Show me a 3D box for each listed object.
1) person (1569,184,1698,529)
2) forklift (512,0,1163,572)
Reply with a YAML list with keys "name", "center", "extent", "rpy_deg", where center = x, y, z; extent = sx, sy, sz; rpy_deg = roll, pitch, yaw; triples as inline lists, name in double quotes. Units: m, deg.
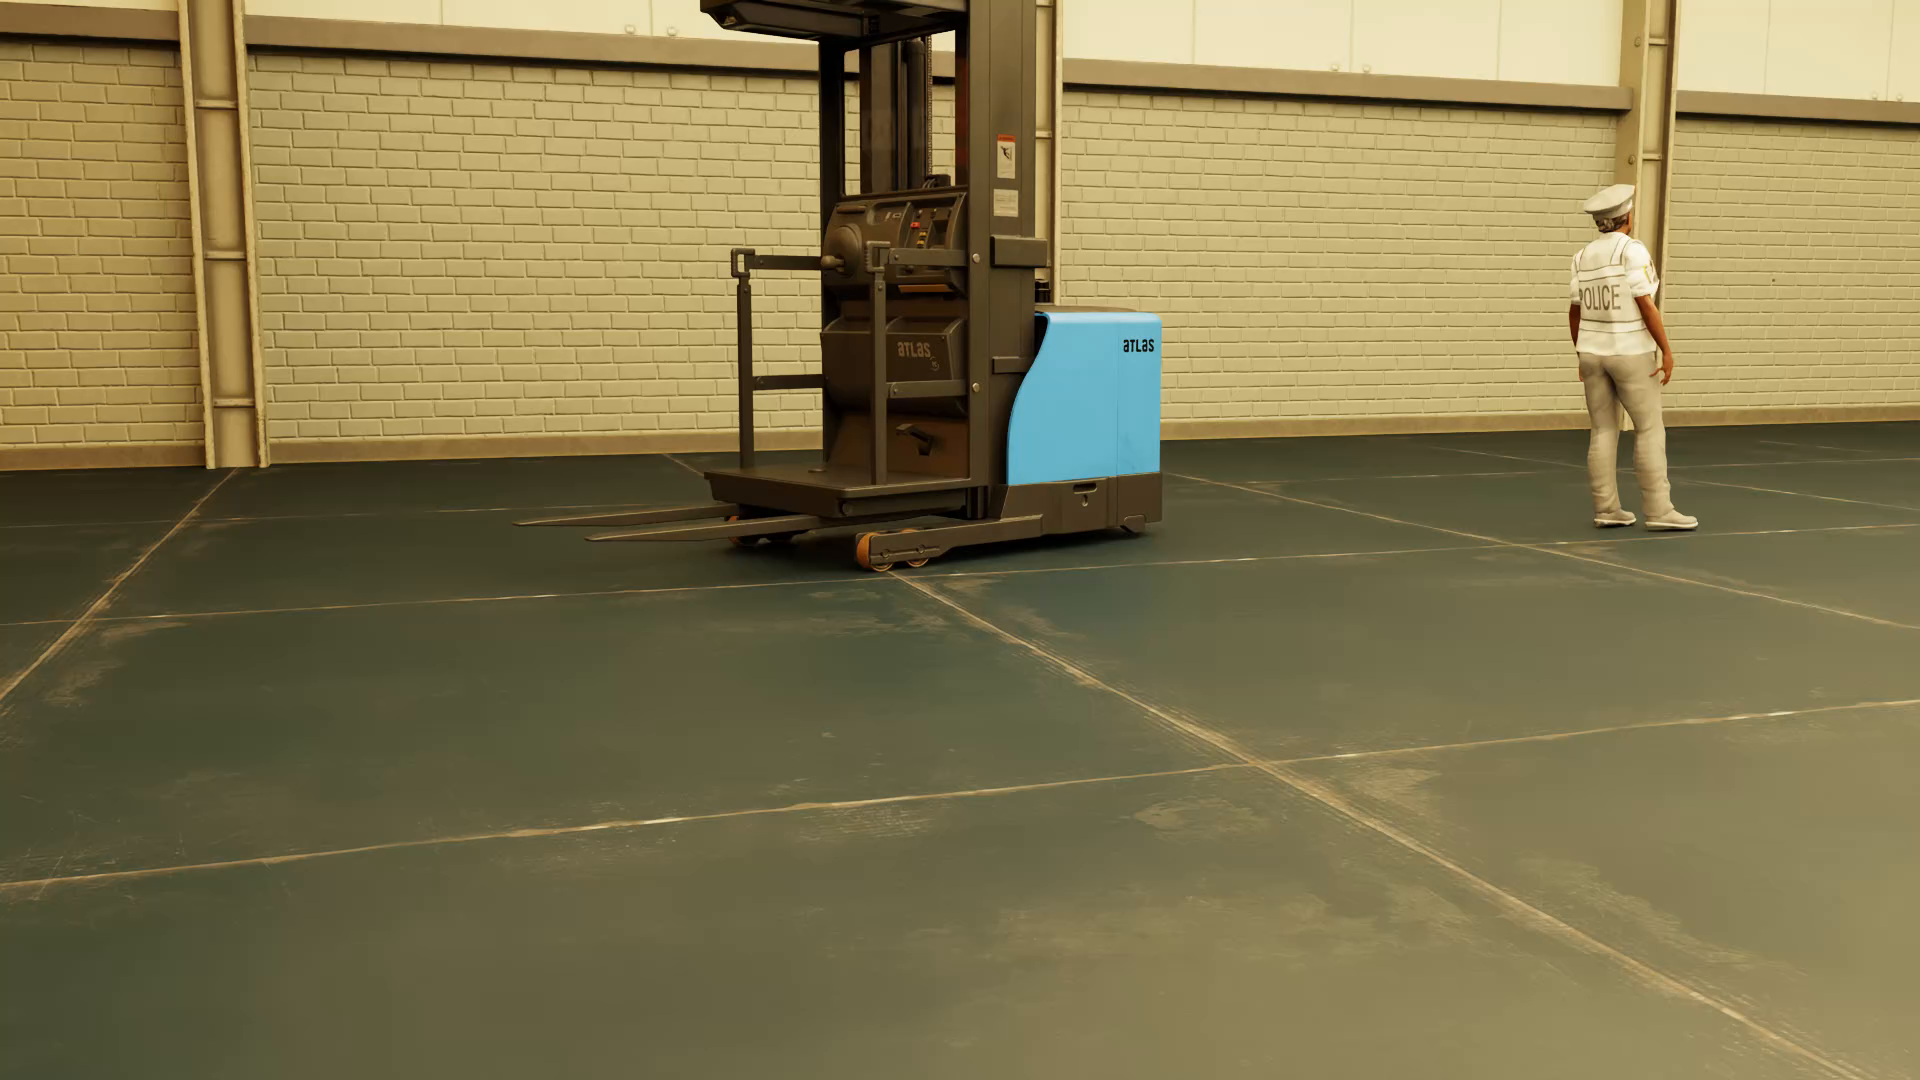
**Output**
- name: "person"
  center: [3.338, -0.913, 8.289]
  extent: [0.530, 1.695, 0.570]
  rpy_deg: [-4, 9, -29]
- name: "forklift"
  center: [-0.461, -1.399, 7.333]
  extent: [3.031, 2.935, 1.130]
  rpy_deg: [-7, 10, -40]
